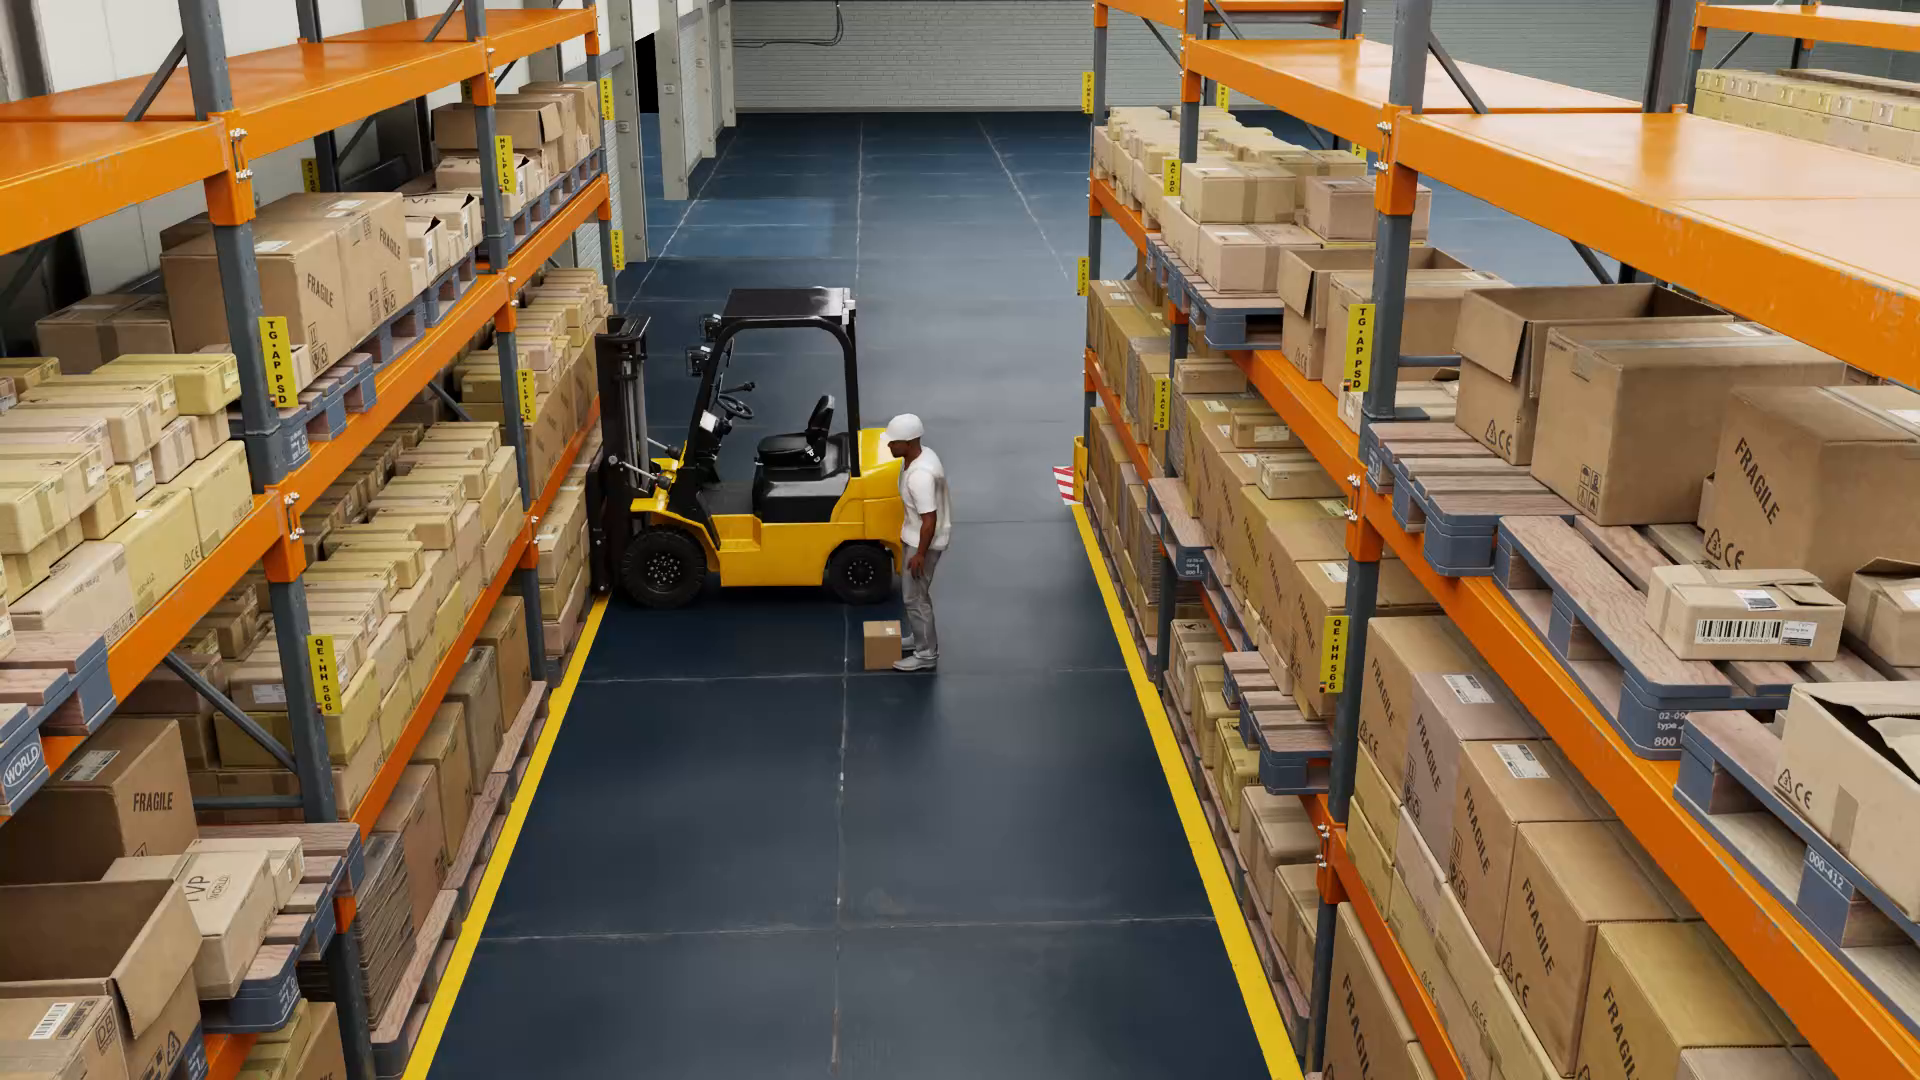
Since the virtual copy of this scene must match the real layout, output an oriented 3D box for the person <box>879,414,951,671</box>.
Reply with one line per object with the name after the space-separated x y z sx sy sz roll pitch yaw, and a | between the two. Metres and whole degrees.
-0.295 0.002 11.046 0.461 1.759 0.632 -2 20 -6 | person
